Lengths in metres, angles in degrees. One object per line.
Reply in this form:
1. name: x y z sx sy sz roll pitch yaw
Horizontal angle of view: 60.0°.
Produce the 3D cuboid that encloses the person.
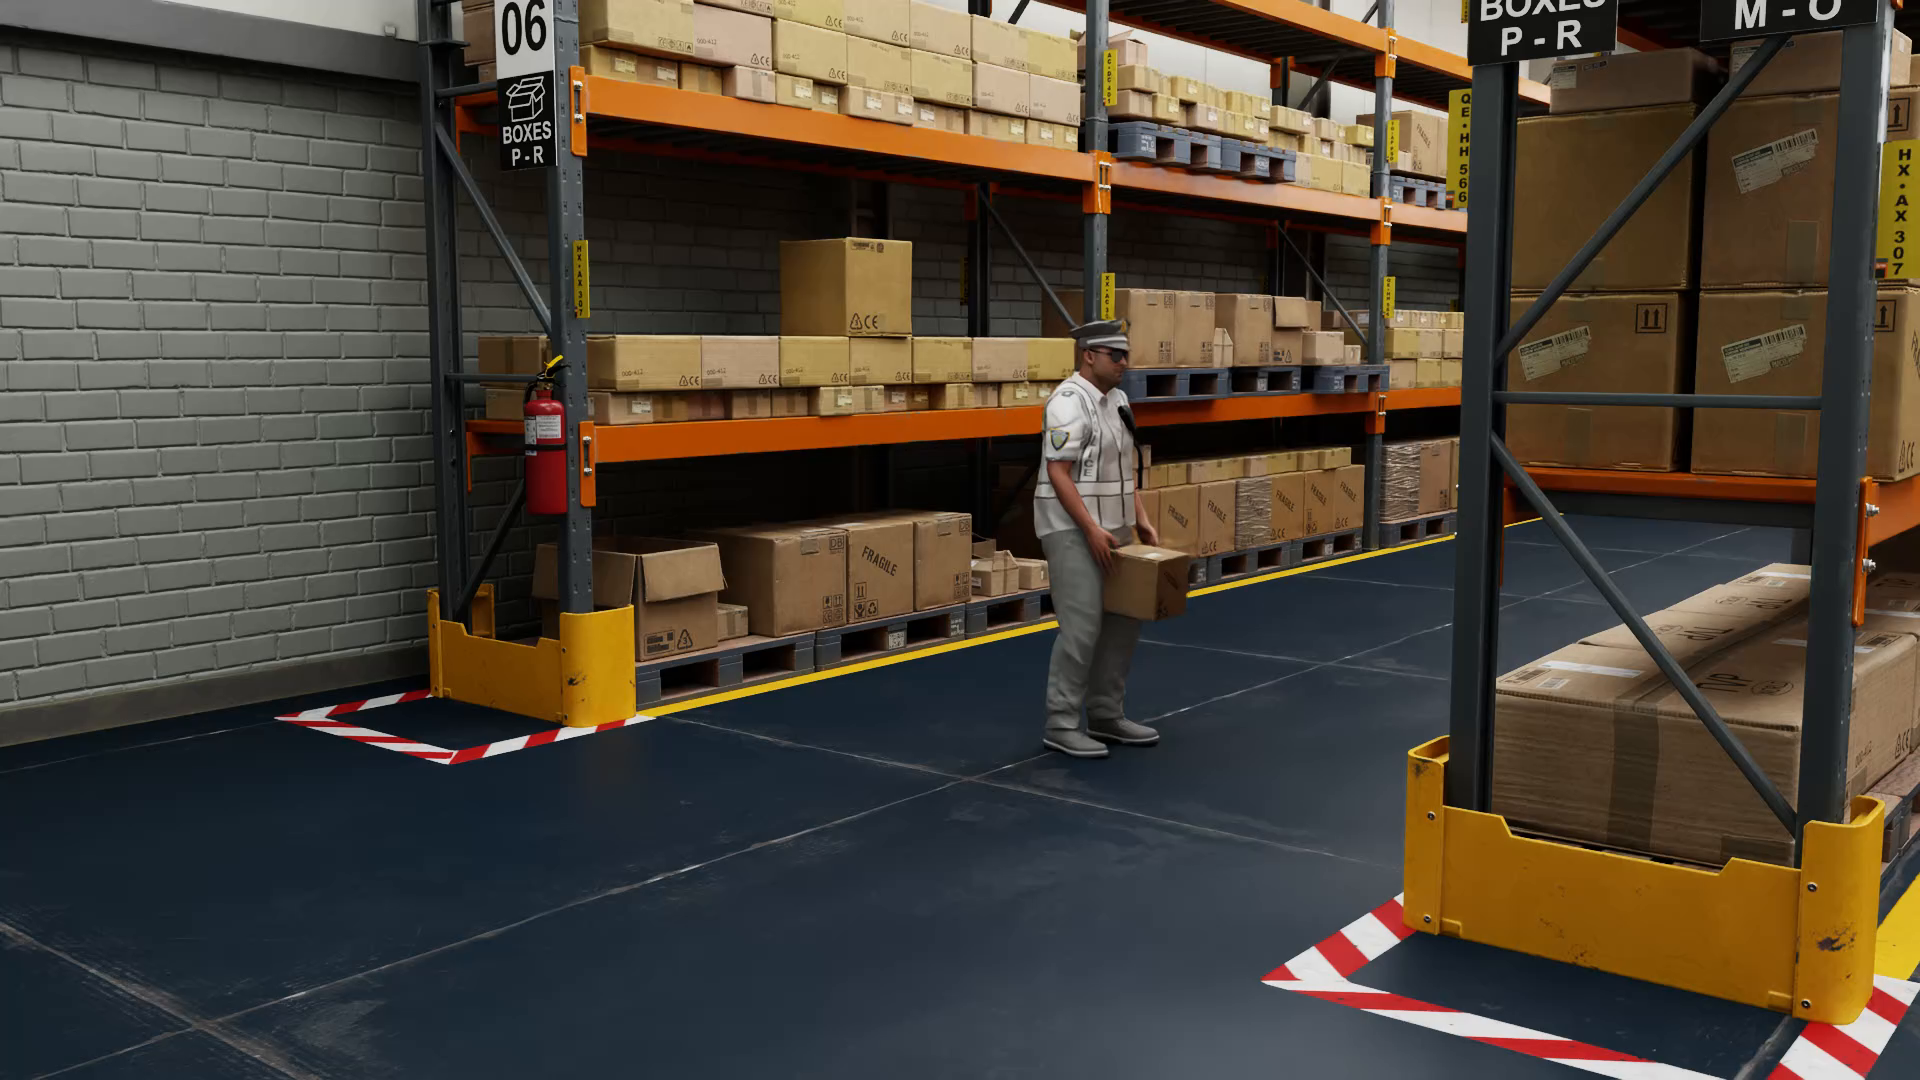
1. person: 0.563 -0.027 6.864 0.470 1.763 0.547 5 8 37
